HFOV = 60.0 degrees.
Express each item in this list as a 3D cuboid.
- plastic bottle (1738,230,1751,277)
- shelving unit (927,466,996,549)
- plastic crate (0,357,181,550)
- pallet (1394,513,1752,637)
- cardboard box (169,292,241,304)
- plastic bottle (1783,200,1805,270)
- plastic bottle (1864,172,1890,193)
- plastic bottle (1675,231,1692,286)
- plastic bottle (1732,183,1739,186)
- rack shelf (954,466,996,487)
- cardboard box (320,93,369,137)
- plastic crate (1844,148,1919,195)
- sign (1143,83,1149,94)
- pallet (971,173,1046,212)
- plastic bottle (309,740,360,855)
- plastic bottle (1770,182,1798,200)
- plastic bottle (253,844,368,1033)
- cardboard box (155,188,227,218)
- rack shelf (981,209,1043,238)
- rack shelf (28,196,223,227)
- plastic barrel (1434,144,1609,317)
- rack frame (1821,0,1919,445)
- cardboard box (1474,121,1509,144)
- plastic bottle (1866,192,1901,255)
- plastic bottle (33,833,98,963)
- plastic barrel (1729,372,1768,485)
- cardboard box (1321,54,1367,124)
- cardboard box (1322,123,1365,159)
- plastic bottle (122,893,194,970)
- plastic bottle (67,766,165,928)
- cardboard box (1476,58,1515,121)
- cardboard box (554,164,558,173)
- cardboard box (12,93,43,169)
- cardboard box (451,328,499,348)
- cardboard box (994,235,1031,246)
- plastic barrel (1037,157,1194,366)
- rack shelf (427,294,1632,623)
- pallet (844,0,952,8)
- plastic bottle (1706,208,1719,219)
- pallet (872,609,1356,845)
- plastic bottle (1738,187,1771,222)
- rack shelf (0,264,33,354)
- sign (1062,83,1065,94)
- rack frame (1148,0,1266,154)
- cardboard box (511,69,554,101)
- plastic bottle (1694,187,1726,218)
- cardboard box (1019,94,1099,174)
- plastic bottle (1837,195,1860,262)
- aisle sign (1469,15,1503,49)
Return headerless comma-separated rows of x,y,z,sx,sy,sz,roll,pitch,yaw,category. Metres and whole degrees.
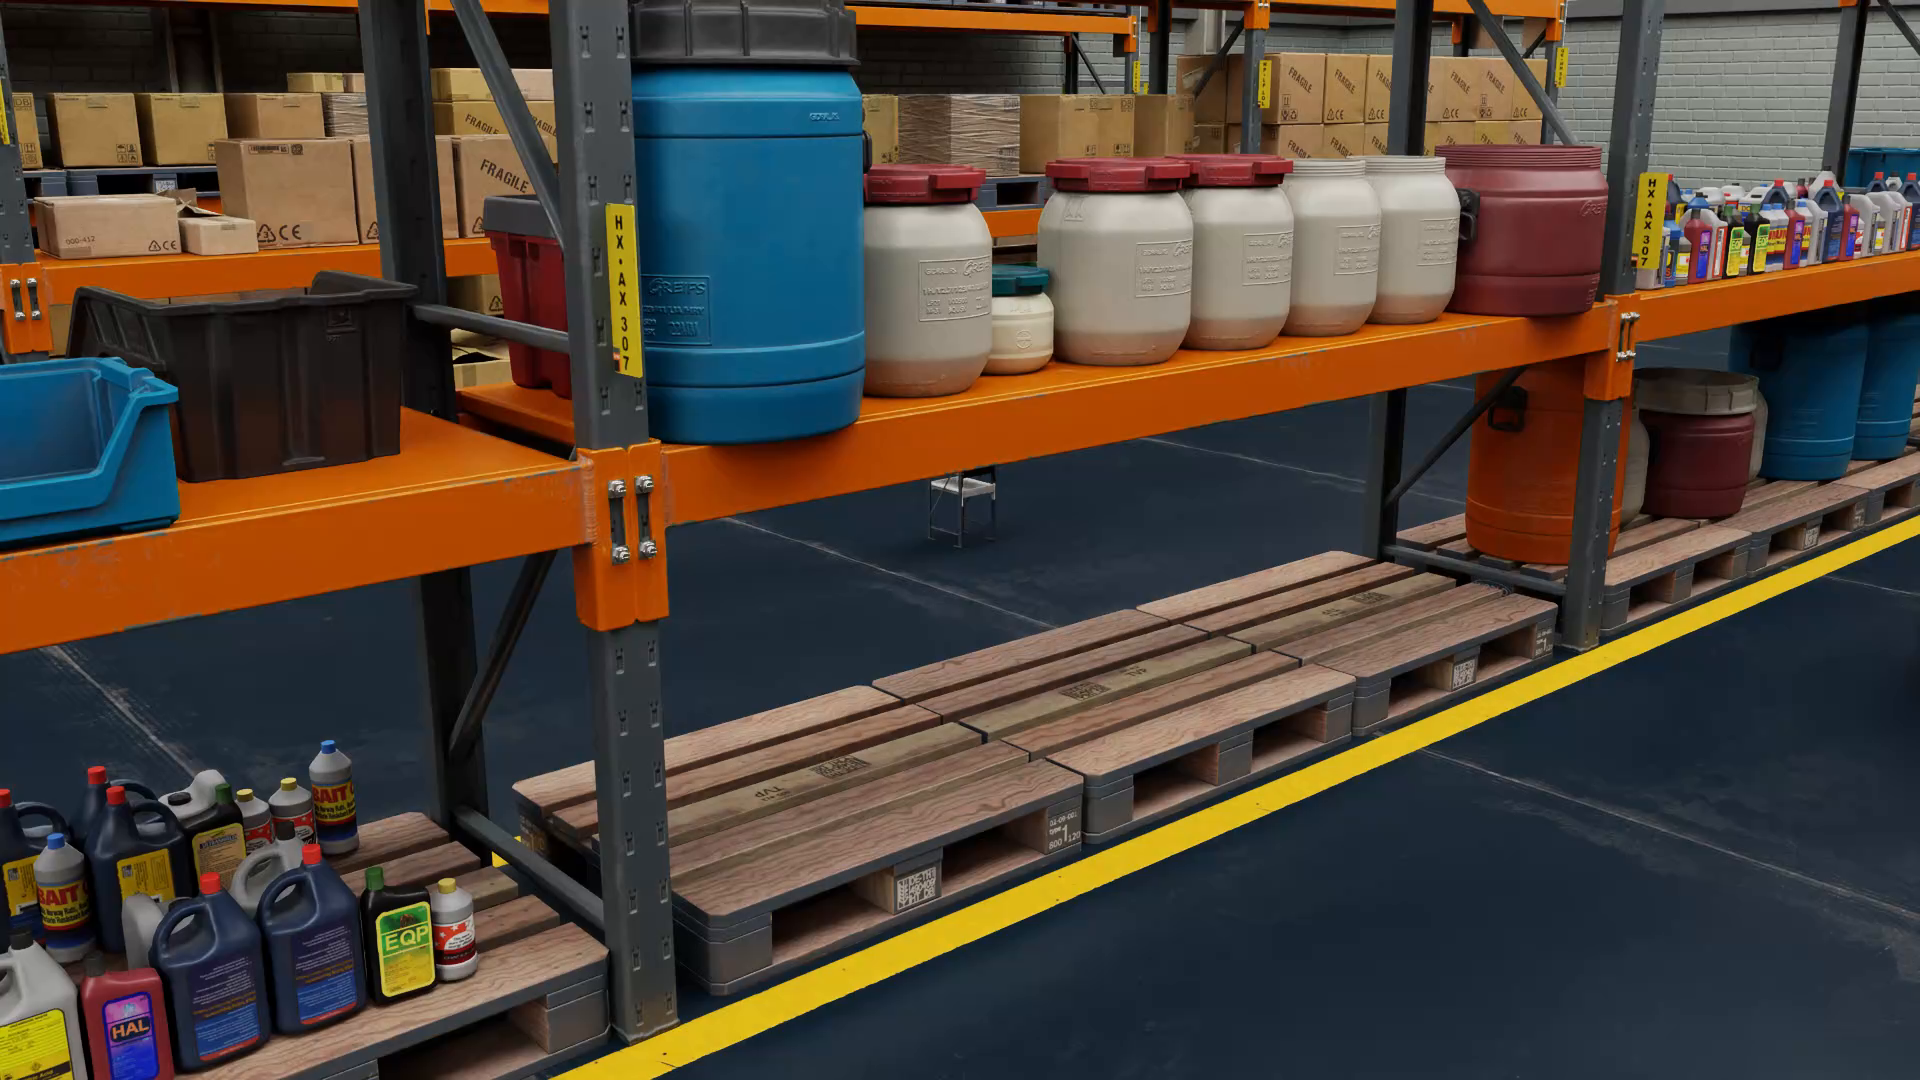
3.113,-1.161,6.670,0.097,0.201,0.097,0,15,0,plastic bottle
0.006,-0.436,7.639,0.210,0.900,0.258,-13,19,-39,shelving unit
-1.655,-0.142,2.756,0.616,0.251,0.499,-13,19,-39,plastic crate
2.587,0.074,7.064,1.213,0.211,1.003,-13,19,-39,pallet
-5.814,-1.779,12.588,0.500,0.500,0.700,-13,20,-40,cardboard box
3.460,-1.272,6.927,0.133,0.283,0.061,-13,19,-39,plastic bottle
4.324,-1.563,7.883,0.185,0.351,0.144,-13,19,-39,plastic bottle
2.737,-1.077,6.354,0.097,0.201,0.097,0,15,0,plastic bottle
3.810,-1.623,8.241,0.133,0.283,0.061,-13,19,-39,plastic bottle
0.006,-0.317,7.671,0.200,0.077,0.258,-13,19,-39,rack shelf
-4.832,-3.240,13.019,0.700,0.500,0.500,13,20,40,cardboard box
5.165,-1.976,9.250,0.575,0.384,0.392,-13,19,-39,plastic crate
1.426,-3.297,12.602,0.005,0.325,0.100,-13,19,-39,sign
0.235,-2.334,11.048,1.213,0.211,1.003,-13,19,-39,pallet
-1.526,0.620,4.050,0.097,0.271,0.097,0,15,0,plastic bottle
4.162,-1.683,8.479,0.135,0.276,0.152,-13,19,-39,plastic bottle
-1.295,0.779,3.303,0.185,0.351,0.144,-13,20,-41,plastic bottle
-3.704,-1.539,7.958,0.258,0.266,0.396,-13,20,-41,cardboard box
0.280,-2.088,11.147,4.000,0.370,1.077,-13,19,-39,rack shelf
-5.993,-2.374,12.219,4.000,0.370,1.077,-13,19,-39,rack shelf
1.868,-1.060,5.641,0.708,0.536,0.600,-13,19,-39,plastic barrel
5.037,-1.809,8.711,0.127,3.000,1.000,-13,19,-39,rack frame
4.258,-3.283,14.033,0.500,0.500,0.500,-12,19,-39,cardboard box
4.194,-1.449,7.604,0.135,0.276,0.152,-13,19,-39,plastic bottle
-1.909,0.756,3.543,0.097,0.271,0.097,0,15,0,plastic bottle
3.597,-0.523,7.903,0.421,0.512,0.421,0,15,0,plastic barrel
2.717,-3.418,12.602,0.500,0.500,0.500,-13,20,-41,cardboard box
2.736,-2.943,12.762,0.500,0.500,0.500,-12,19,-38,cardboard box
-1.556,0.823,3.283,0.135,0.276,0.152,-13,19,-39,plastic bottle
-1.879,0.669,3.712,0.185,0.351,0.144,-12,19,-38,plastic bottle
4.270,-3.768,13.914,0.500,0.500,0.500,-12,19,-38,cardboard box
-3.523,-3.095,13.974,0.250,0.149,0.380,-13,20,-40,cardboard box
-6.669,-2.816,11.435,0.500,0.500,0.700,-10,18,-34,cardboard box
-2.594,-1.034,9.235,0.500,0.311,0.500,-13,20,-41,cardboard box
0.332,-3.103,17.583,0.500,0.500,0.700,-13,20,-41,cardboard box
0.421,-0.763,4.532,0.433,0.535,0.433,0,15,0,plastic barrel
0.511,-0.445,4.998,4.000,0.370,1.077,-13,19,-39,rack shelf
-0.842,-5.281,16.067,1.213,0.211,1.003,-13,19,-39,pallet
2.973,-1.184,6.621,0.097,0.271,0.097,0,15,0,plastic bottle
0.490,0.545,5.301,1.213,0.211,1.003,-13,19,-39,pallet
3.839,-1.559,8.013,0.135,0.276,0.152,-13,19,-39,plastic bottle
-5.755,-0.733,6.074,4.000,0.370,1.077,-13,19,-39,rack shelf
1.191,-4.981,18.754,0.005,0.325,0.100,-13,19,-39,sign
1.788,-2.774,12.323,0.127,3.000,1.000,-13,19,-39,rack frame
-3.567,-3.742,13.685,0.500,0.250,0.500,-13,20,-40,cardboard box
3.564,-1.549,7.976,0.135,0.276,0.152,-13,19,-39,plastic bottle
0.496,-2.714,11.090,0.700,0.500,0.500,10,18,33,cardboard box
3.875,-1.366,7.276,0.133,0.283,0.061,-13,19,-39,plastic bottle
4.665,-4.776,14.782,0.004,0.787,0.394,-13,19,-39,aisle sign
